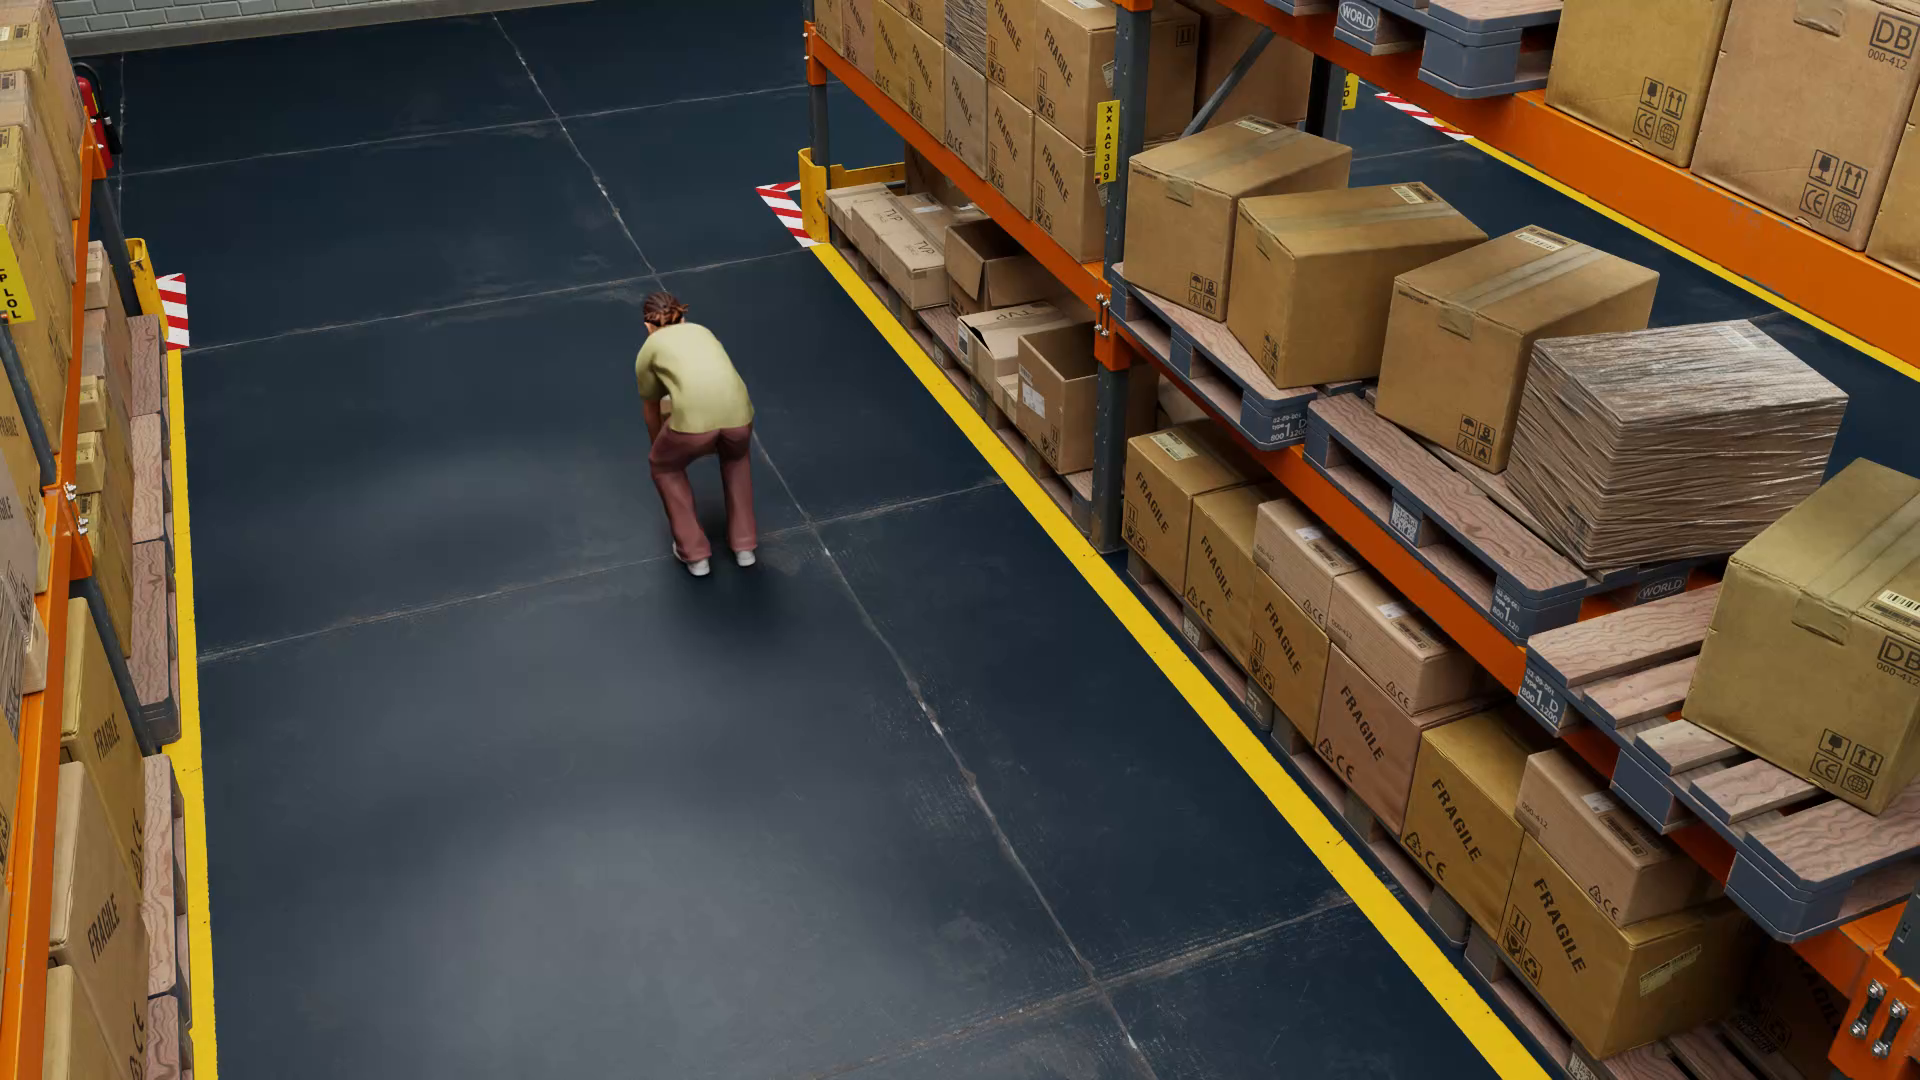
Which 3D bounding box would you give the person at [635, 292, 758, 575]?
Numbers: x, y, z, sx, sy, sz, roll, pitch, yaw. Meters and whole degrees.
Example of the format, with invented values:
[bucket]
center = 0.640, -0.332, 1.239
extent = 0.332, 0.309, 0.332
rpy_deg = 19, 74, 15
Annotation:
[person]
center = -1.180, -0.478, 7.379
extent = 0.455, 1.104, 0.860
rpy_deg = -15, 36, -21
